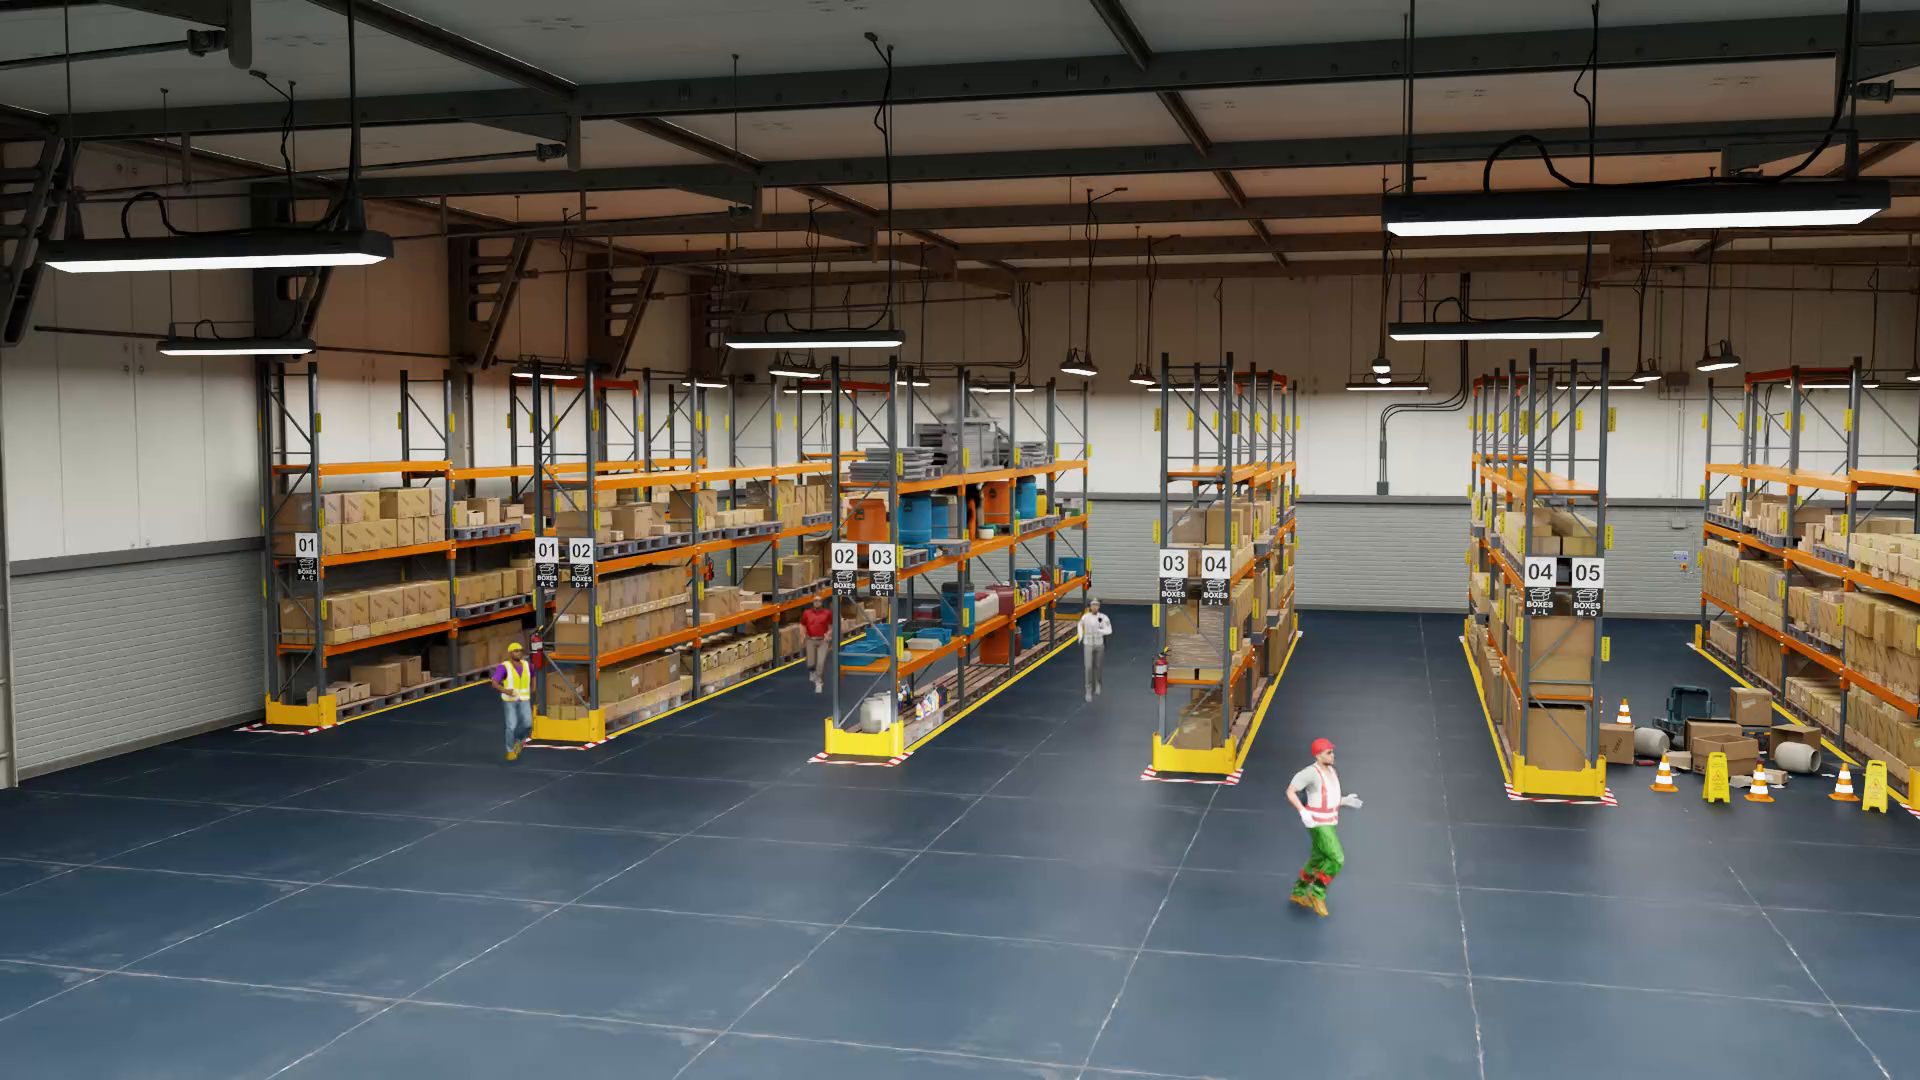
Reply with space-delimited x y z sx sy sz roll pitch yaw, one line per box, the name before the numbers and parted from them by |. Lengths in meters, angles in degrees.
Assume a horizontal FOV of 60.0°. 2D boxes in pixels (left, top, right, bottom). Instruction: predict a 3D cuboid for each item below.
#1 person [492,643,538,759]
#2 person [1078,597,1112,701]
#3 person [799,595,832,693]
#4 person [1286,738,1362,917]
person | -6.592 2.397 24.770 0.747 1.738 0.588 -3 5 -34
person | 2.306 1.843 28.529 0.596 1.742 0.792 0 4 7
person | -2.500 1.816 29.268 0.664 1.694 0.602 0 4 -2
person | 3.708 2.925 16.961 0.721 1.804 0.631 3 5 37
